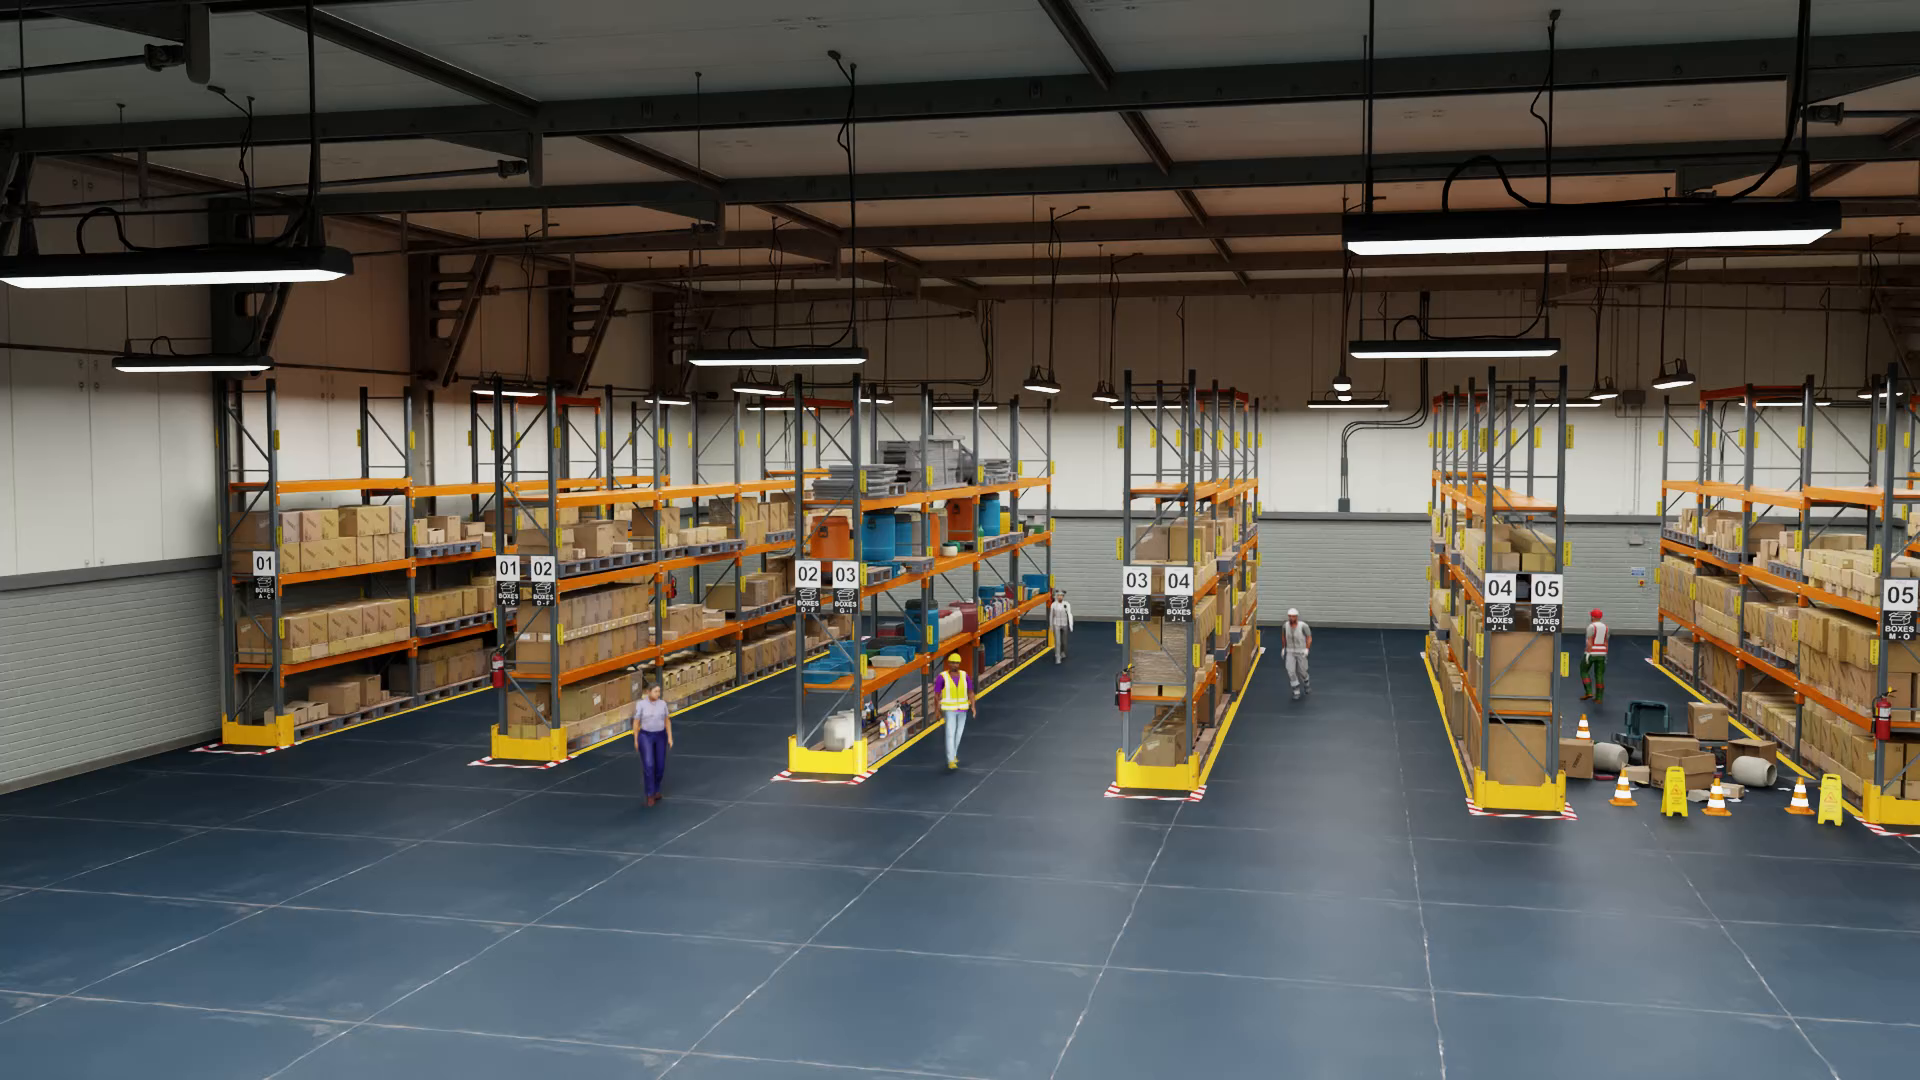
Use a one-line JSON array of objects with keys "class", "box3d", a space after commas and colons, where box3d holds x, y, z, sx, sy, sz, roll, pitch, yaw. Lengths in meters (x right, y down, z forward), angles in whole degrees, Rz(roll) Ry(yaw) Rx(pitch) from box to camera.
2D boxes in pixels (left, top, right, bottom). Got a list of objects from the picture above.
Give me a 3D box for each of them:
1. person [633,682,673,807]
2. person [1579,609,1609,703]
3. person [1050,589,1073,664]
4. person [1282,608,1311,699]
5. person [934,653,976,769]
[{"class": "person", "box3d": [-4.216, 2.818, 23.034, 0.503, 1.683, 0.638, -2, 4, -33]}, {"class": "person", "box3d": [12.111, 2.195, 31.646, 0.531, 1.762, 0.534, 0, 3, -1]}, {"class": "person", "box3d": [2.275, 1.916, 37.375, 0.497, 1.638, 1.004, 0, 3, -2]}, {"class": "person", "box3d": [6.561, 2.188, 32.353, 0.604, 1.757, 0.736, 2, 4, 25]}, {"class": "person", "box3d": [-0.047, 2.597, 25.370, 0.585, 1.721, 0.962, -1, 4, -22]}]
